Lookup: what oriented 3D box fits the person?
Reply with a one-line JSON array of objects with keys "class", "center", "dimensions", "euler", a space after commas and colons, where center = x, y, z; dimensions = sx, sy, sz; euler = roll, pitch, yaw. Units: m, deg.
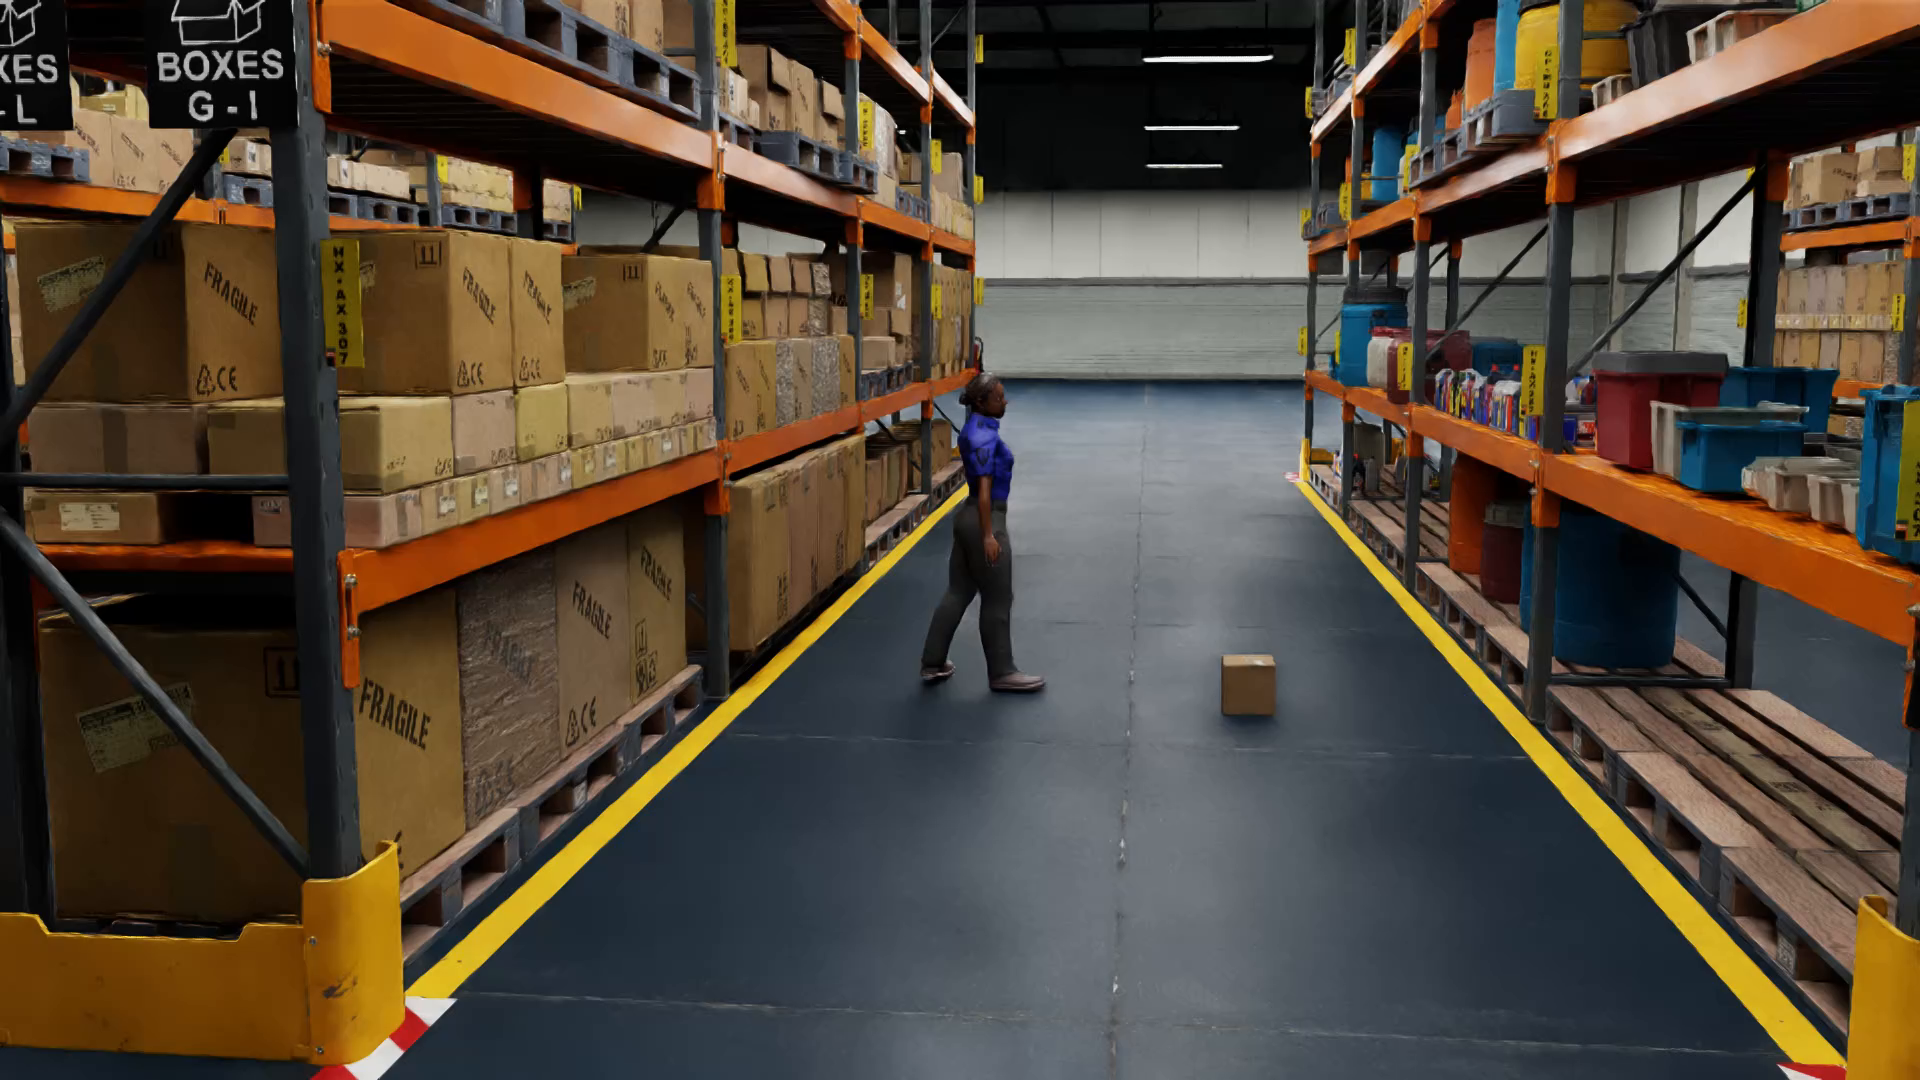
[{"class": "person", "center": [0.116, -0.049, 8.641], "dimensions": [0.622, 1.645, 0.687], "euler": [-1, 8, -10]}]
